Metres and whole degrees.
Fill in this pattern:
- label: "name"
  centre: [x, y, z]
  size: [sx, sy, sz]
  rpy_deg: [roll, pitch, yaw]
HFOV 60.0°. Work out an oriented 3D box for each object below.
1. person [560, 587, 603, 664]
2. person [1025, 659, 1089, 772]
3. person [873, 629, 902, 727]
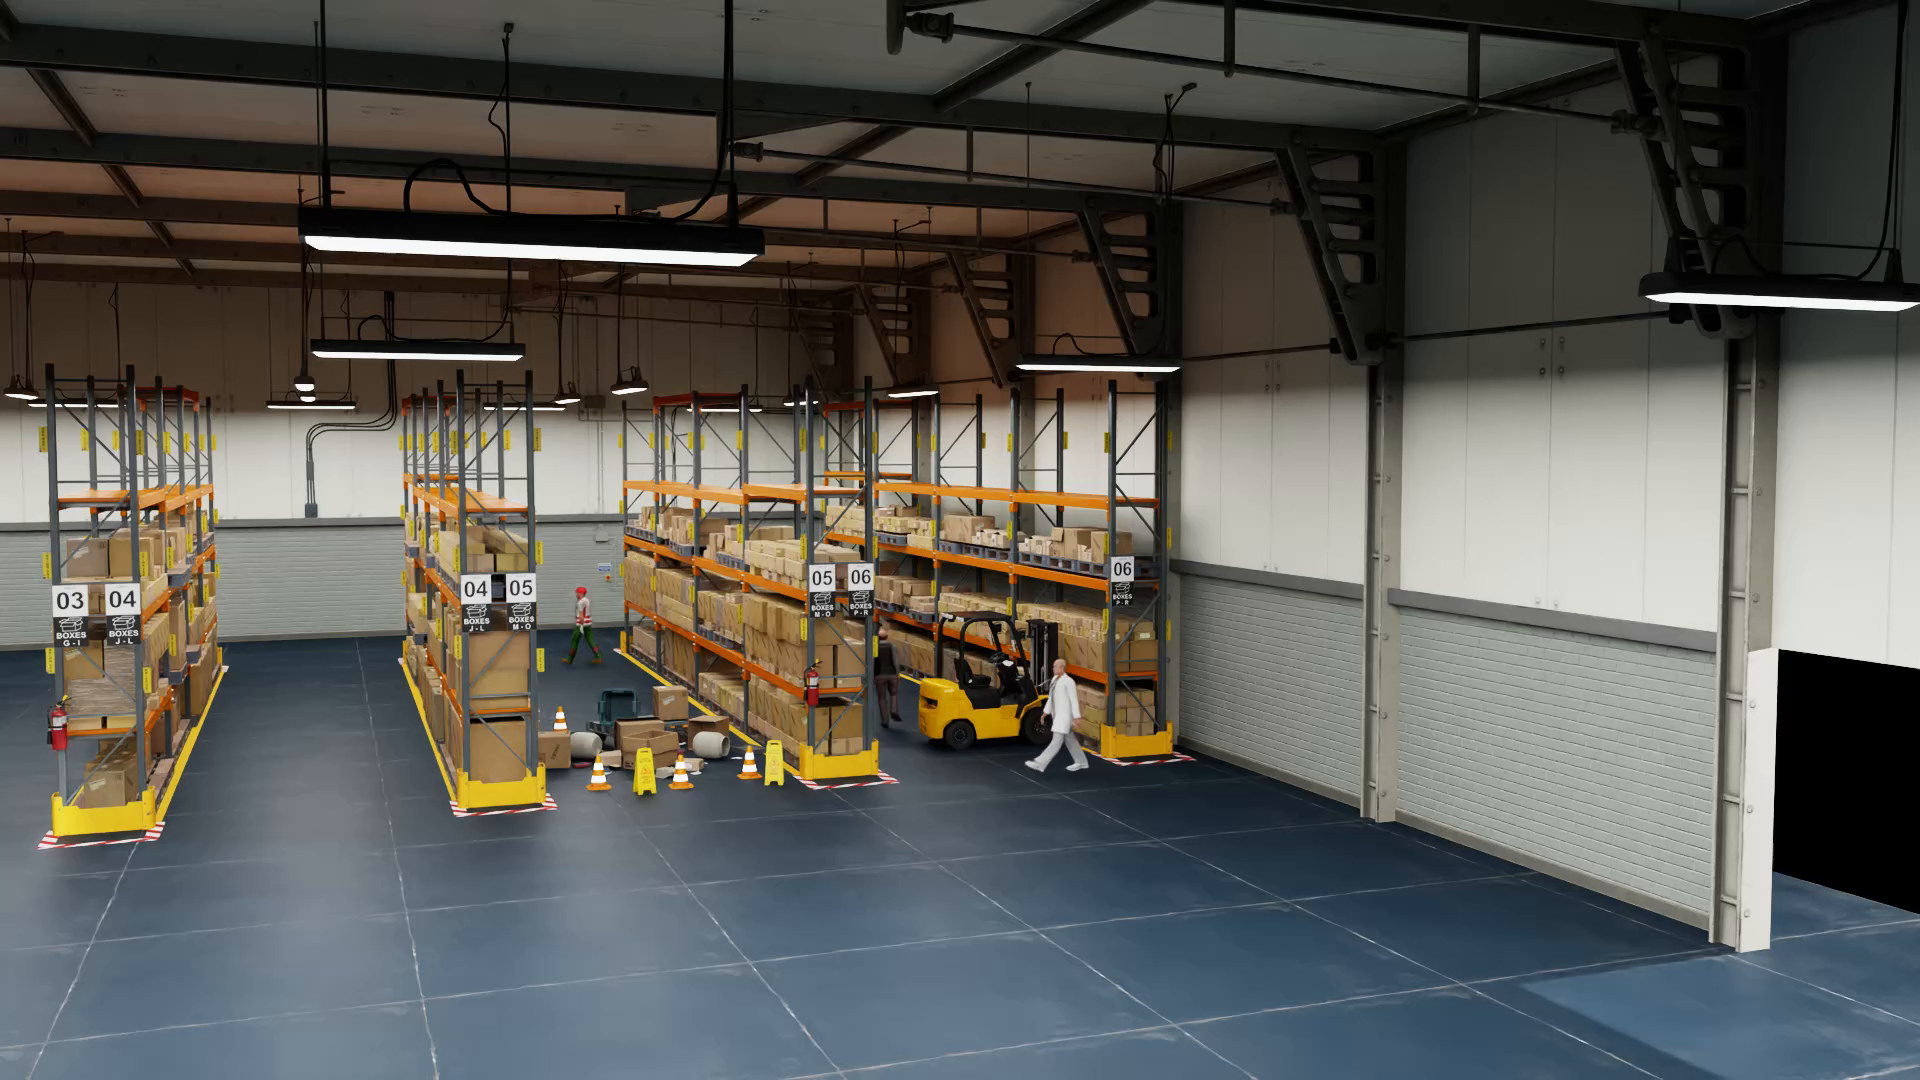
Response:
- label: "person"
  centre: [-8.565, 1.931, 37.601]
  size: [0.953, 1.759, 0.553]
  rpy_deg: [1, 3, 17]
- label: "person"
  centre: [1.444, 2.653, 25.096]
  size: [1.135, 1.721, 0.610]
  rpy_deg: [-1, 4, -18]
- label: "person"
  centre: [-1.324, 2.426, 29.301]
  size: [0.579, 1.710, 0.478]
  rpy_deg: [-1, 3, -11]
